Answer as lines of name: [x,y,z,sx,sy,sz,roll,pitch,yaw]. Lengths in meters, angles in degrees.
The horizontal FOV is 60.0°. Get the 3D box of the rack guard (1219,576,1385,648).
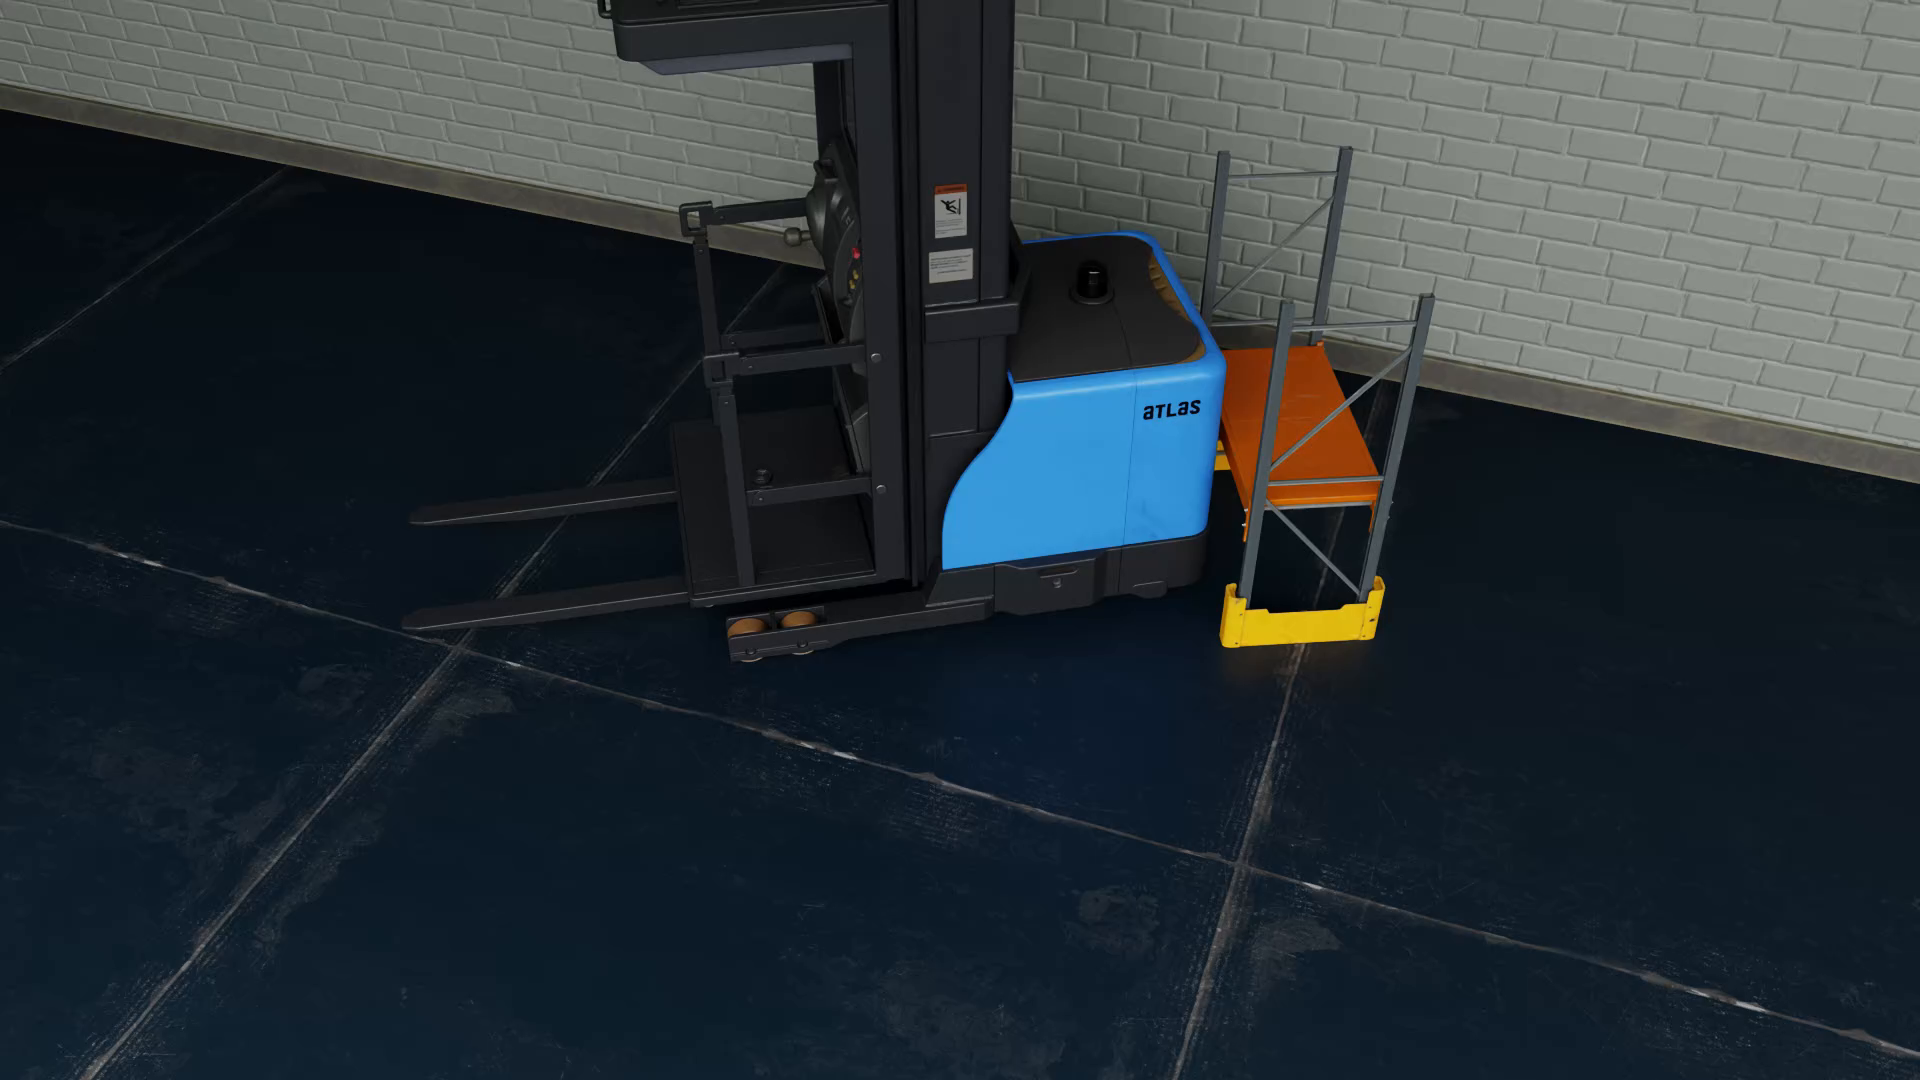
rack guard: [1.281,0.269,6.242,0.587,0.250,0.087,-3,41,-4]

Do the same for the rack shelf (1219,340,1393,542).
rack shelf: [1.240,-0.398,6.338,0.538,0.185,1.000,-3,41,-4]

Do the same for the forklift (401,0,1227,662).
forklift: [-0.610,-1.034,5.704,3.031,2.935,1.130,-8,41,-9]

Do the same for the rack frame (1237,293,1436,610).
rack frame: [1.281,-0.206,5.835,0.500,1.500,0.032,-3,41,-4]

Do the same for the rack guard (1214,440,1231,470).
rack guard: [1.200,-0.375,6.997,0.587,0.250,0.087,-3,41,-4]

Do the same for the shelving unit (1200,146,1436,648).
shelving unit: [1.241,-0.529,6.214,0.587,1.500,1.083,-3,41,-4]

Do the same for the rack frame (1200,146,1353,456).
rack frame: [1.199,-0.863,6.606,0.500,1.500,0.032,-3,41,-4]
